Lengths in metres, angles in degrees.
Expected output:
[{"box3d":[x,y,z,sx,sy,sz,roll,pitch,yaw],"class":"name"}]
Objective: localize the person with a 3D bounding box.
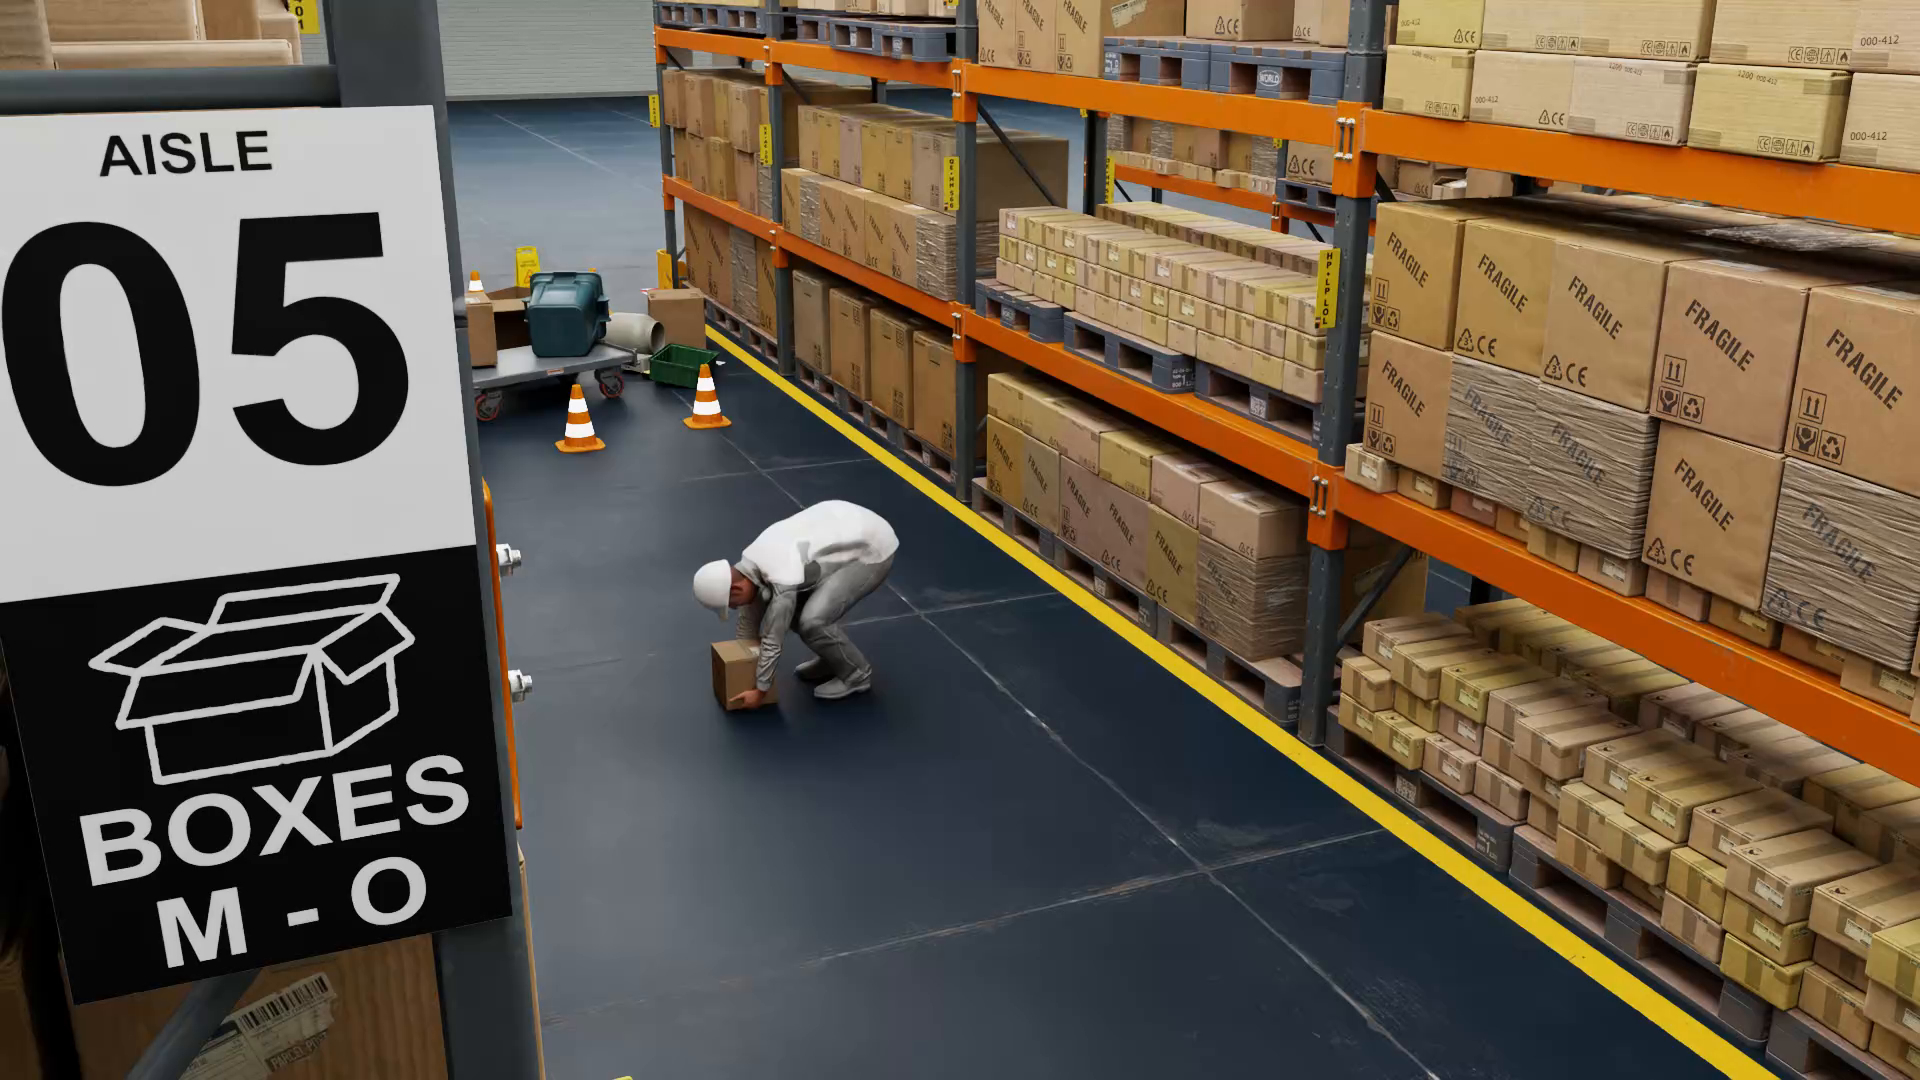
[{"box3d":[-0.787,0.300,7.965,0.999,0.924,0.518,-9,21,-24],"class":"person"}]
